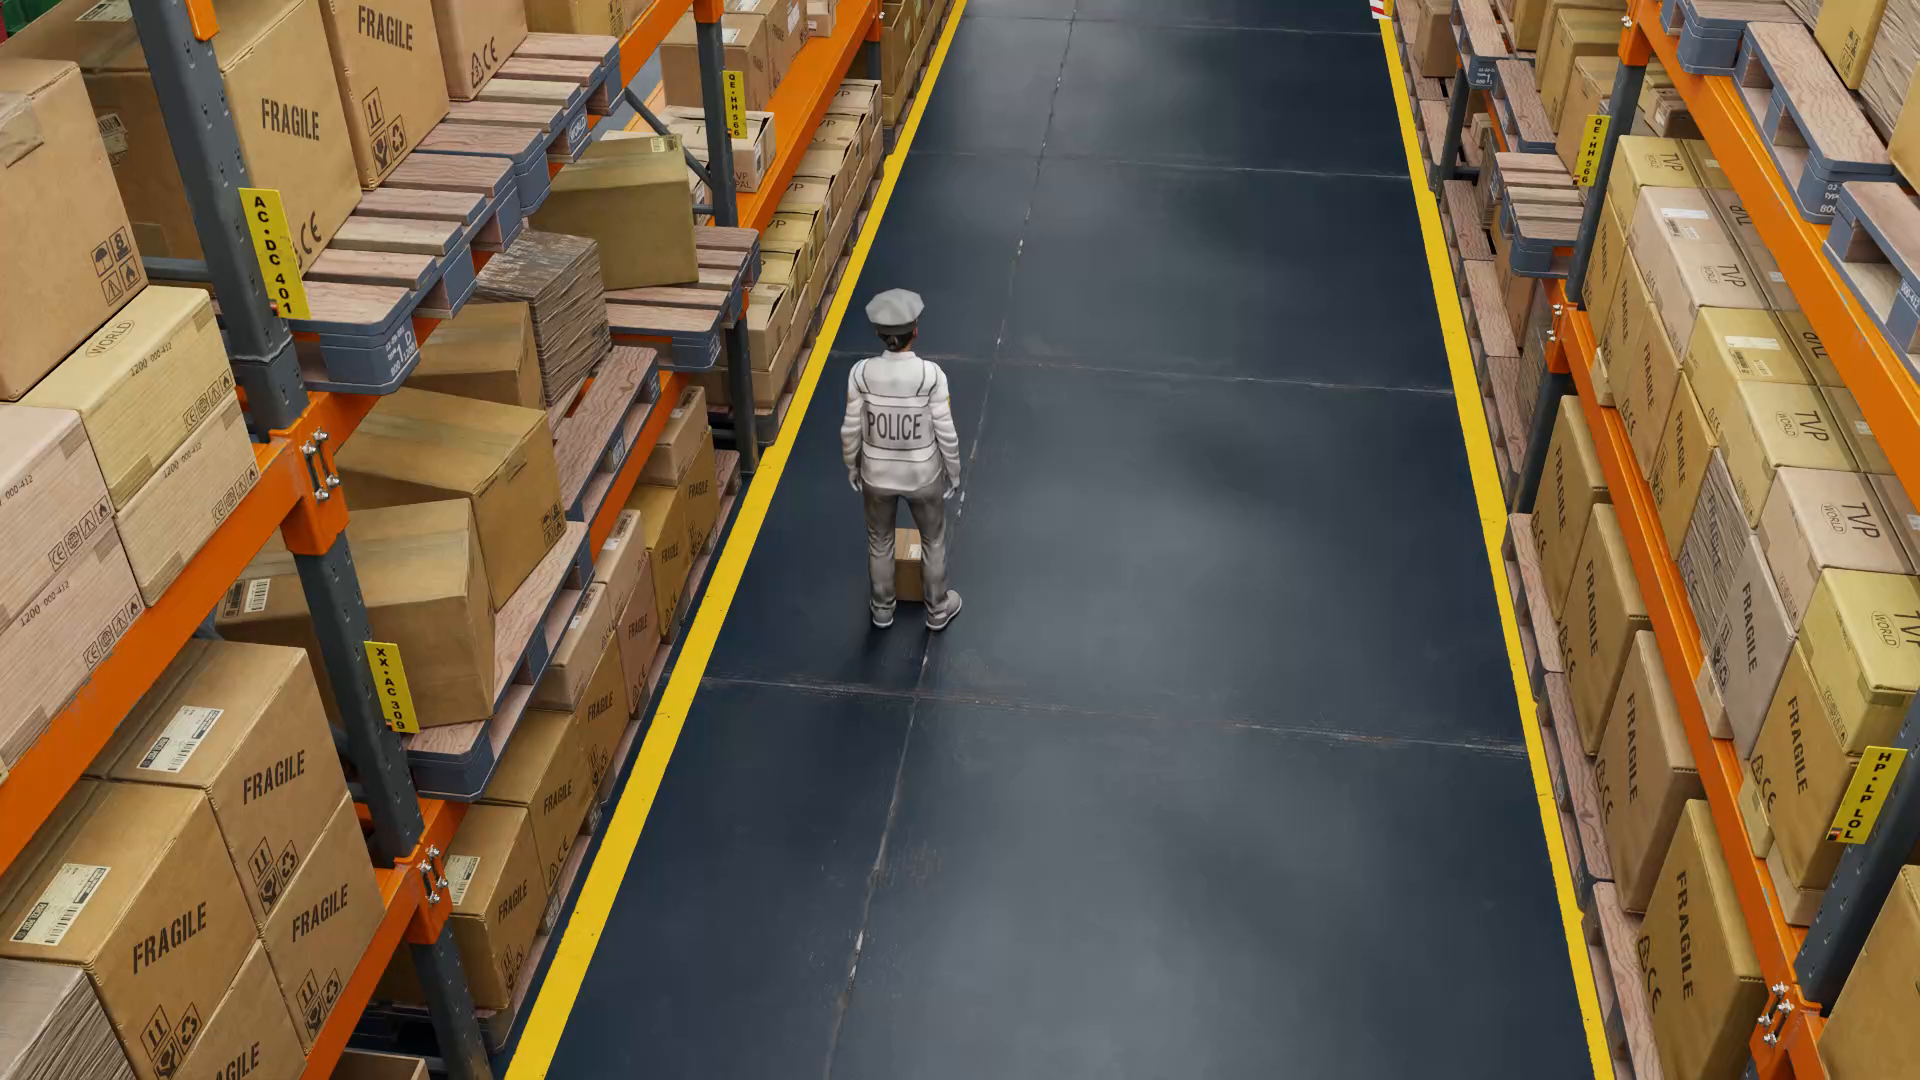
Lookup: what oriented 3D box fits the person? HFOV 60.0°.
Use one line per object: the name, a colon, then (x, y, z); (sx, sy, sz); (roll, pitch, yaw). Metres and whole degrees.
person: (-0.251, -0.304, 7.448); (0.511, 1.663, 0.376); (4, 37, 6)
